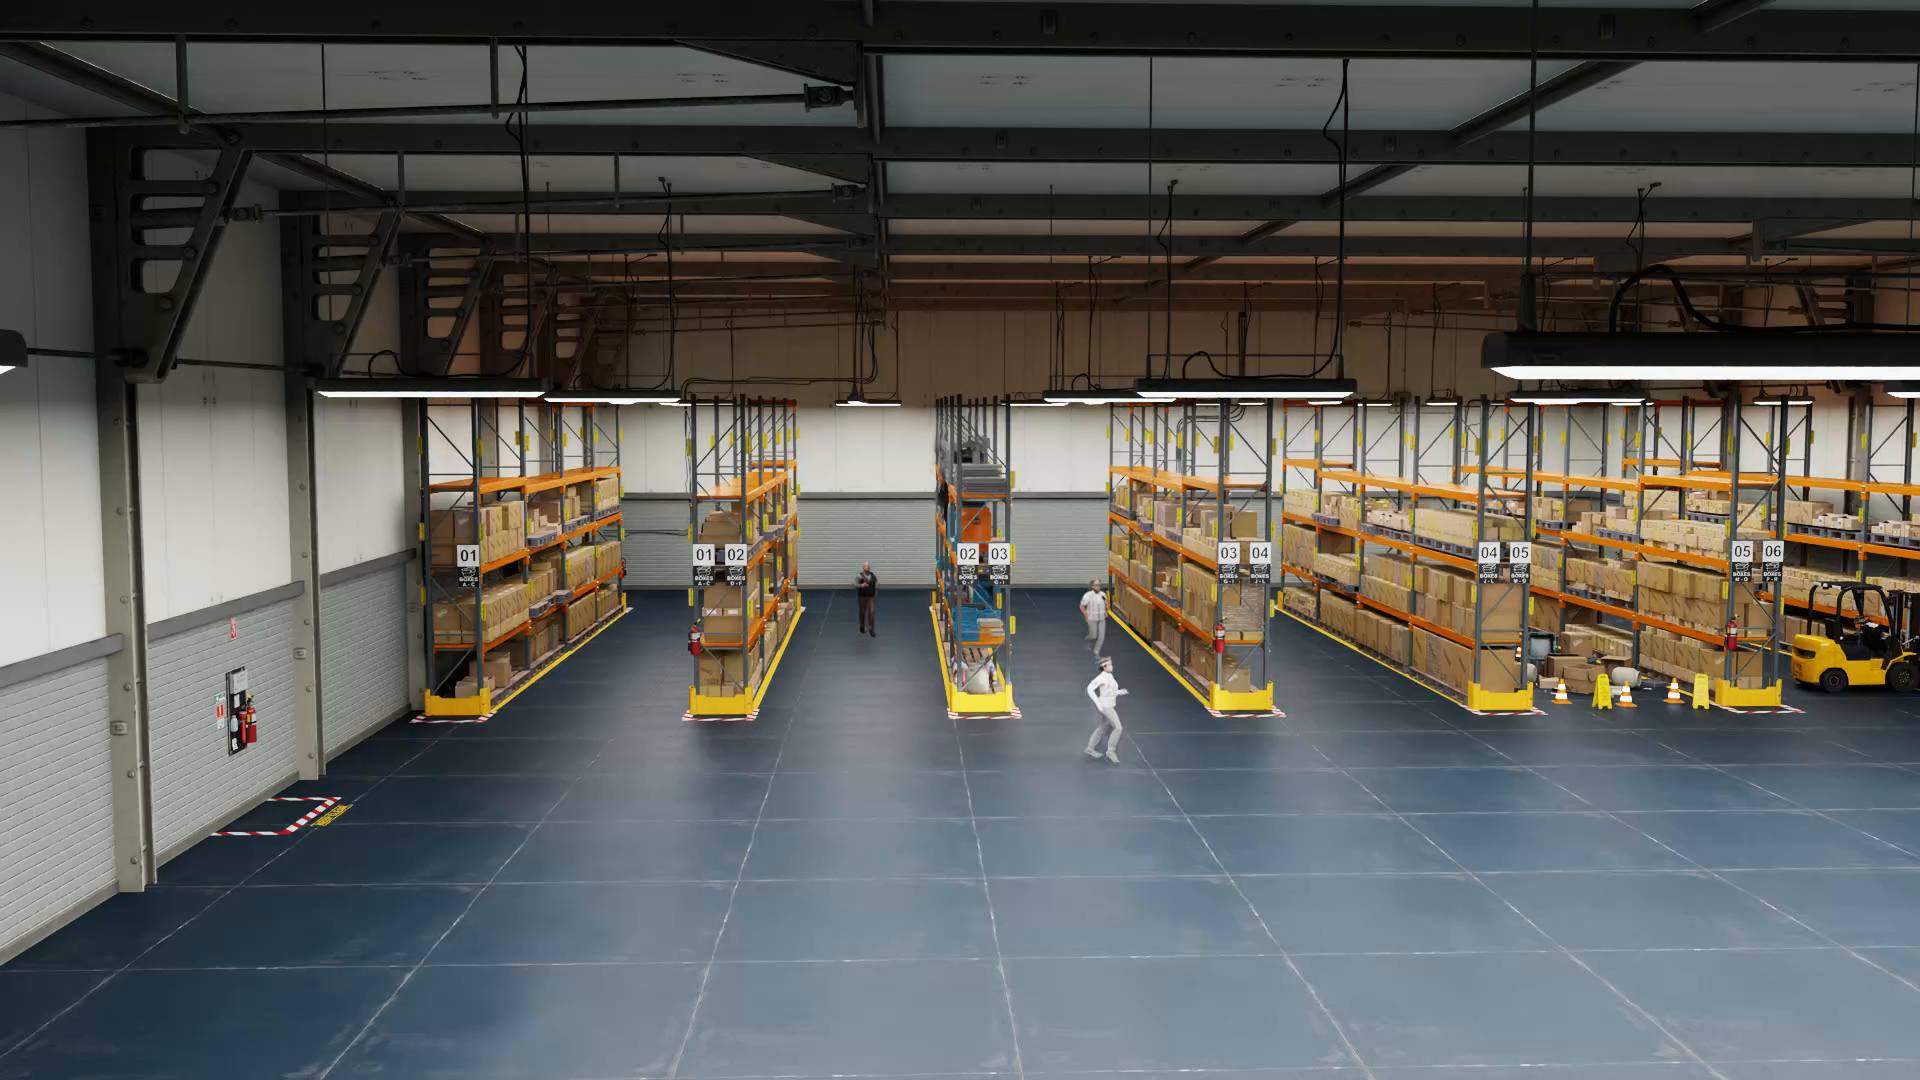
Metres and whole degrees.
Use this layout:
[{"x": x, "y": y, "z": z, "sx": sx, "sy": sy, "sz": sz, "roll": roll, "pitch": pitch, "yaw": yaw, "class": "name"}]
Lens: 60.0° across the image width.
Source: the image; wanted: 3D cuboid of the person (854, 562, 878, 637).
[{"x": -2.248, "y": 1.420, "z": 40.180, "sx": 0.650, "sy": 1.768, "sz": 0.789, "roll": -1, "pitch": 5, "yaw": -15, "class": "person"}]

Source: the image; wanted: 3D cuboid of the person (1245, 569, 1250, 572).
[{"x": 7.953, "y": 1.205, "z": 46.579, "sx": 0.756, "sy": 1.702, "sz": 0.641, "roll": 0, "pitch": 5, "yaw": 5, "class": "person"}]

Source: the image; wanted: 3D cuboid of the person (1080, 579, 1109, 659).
[{"x": 2.961, "y": 1.710, "z": 36.300, "sx": 0.664, "sy": 1.753, "sz": 0.602, "roll": -1, "pitch": 5, "yaw": -16, "class": "person"}]

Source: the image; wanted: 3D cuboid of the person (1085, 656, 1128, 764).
[{"x": 2.383, "y": 2.757, "z": 27.003, "sx": 0.717, "sy": 1.749, "sz": 0.576, "roll": 1, "pitch": 5, "yaw": 17, "class": "person"}]
